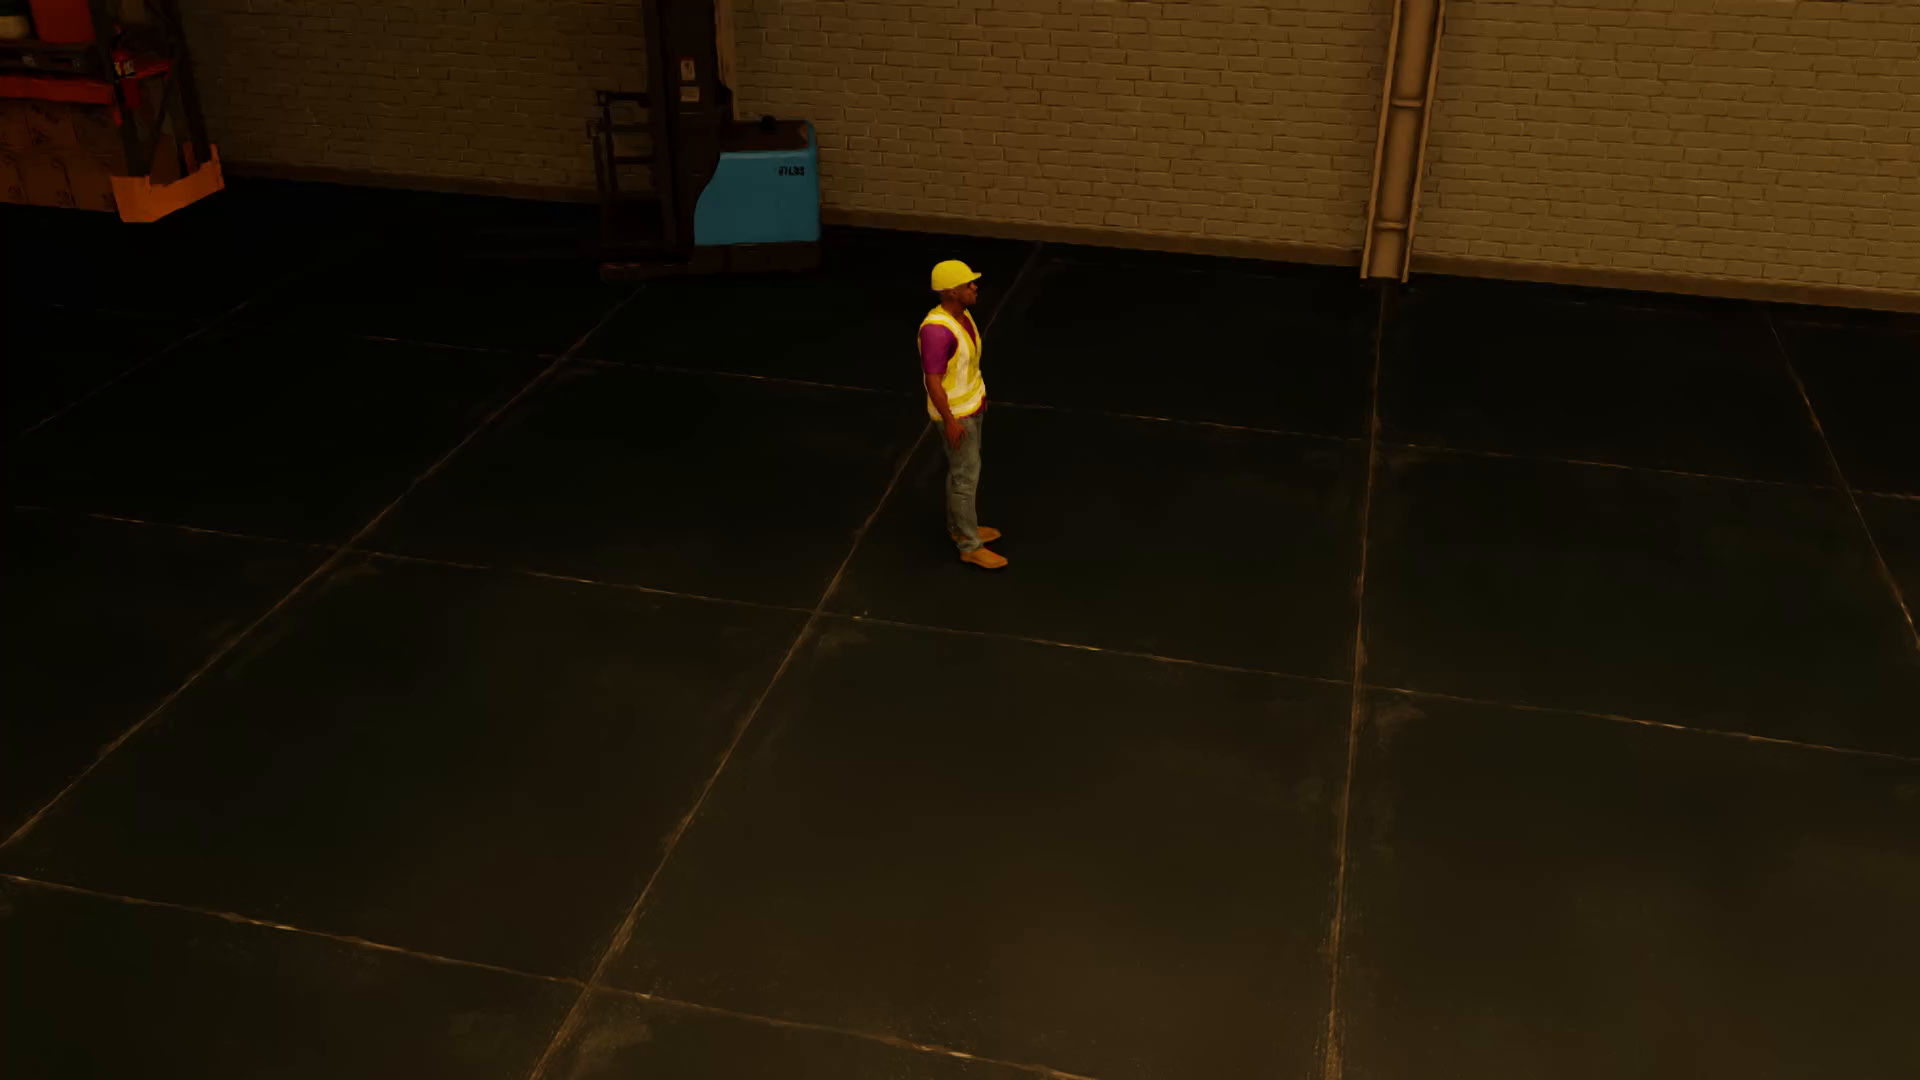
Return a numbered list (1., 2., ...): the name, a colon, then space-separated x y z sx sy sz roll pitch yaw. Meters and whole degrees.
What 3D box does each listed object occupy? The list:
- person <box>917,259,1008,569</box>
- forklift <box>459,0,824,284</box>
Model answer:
1. person: 0.066 -0.764 9.685 0.576 1.766 0.665 7 30 12
2. forklift: -2.712 -3.690 13.683 3.031 2.935 1.130 -3 30 -5
